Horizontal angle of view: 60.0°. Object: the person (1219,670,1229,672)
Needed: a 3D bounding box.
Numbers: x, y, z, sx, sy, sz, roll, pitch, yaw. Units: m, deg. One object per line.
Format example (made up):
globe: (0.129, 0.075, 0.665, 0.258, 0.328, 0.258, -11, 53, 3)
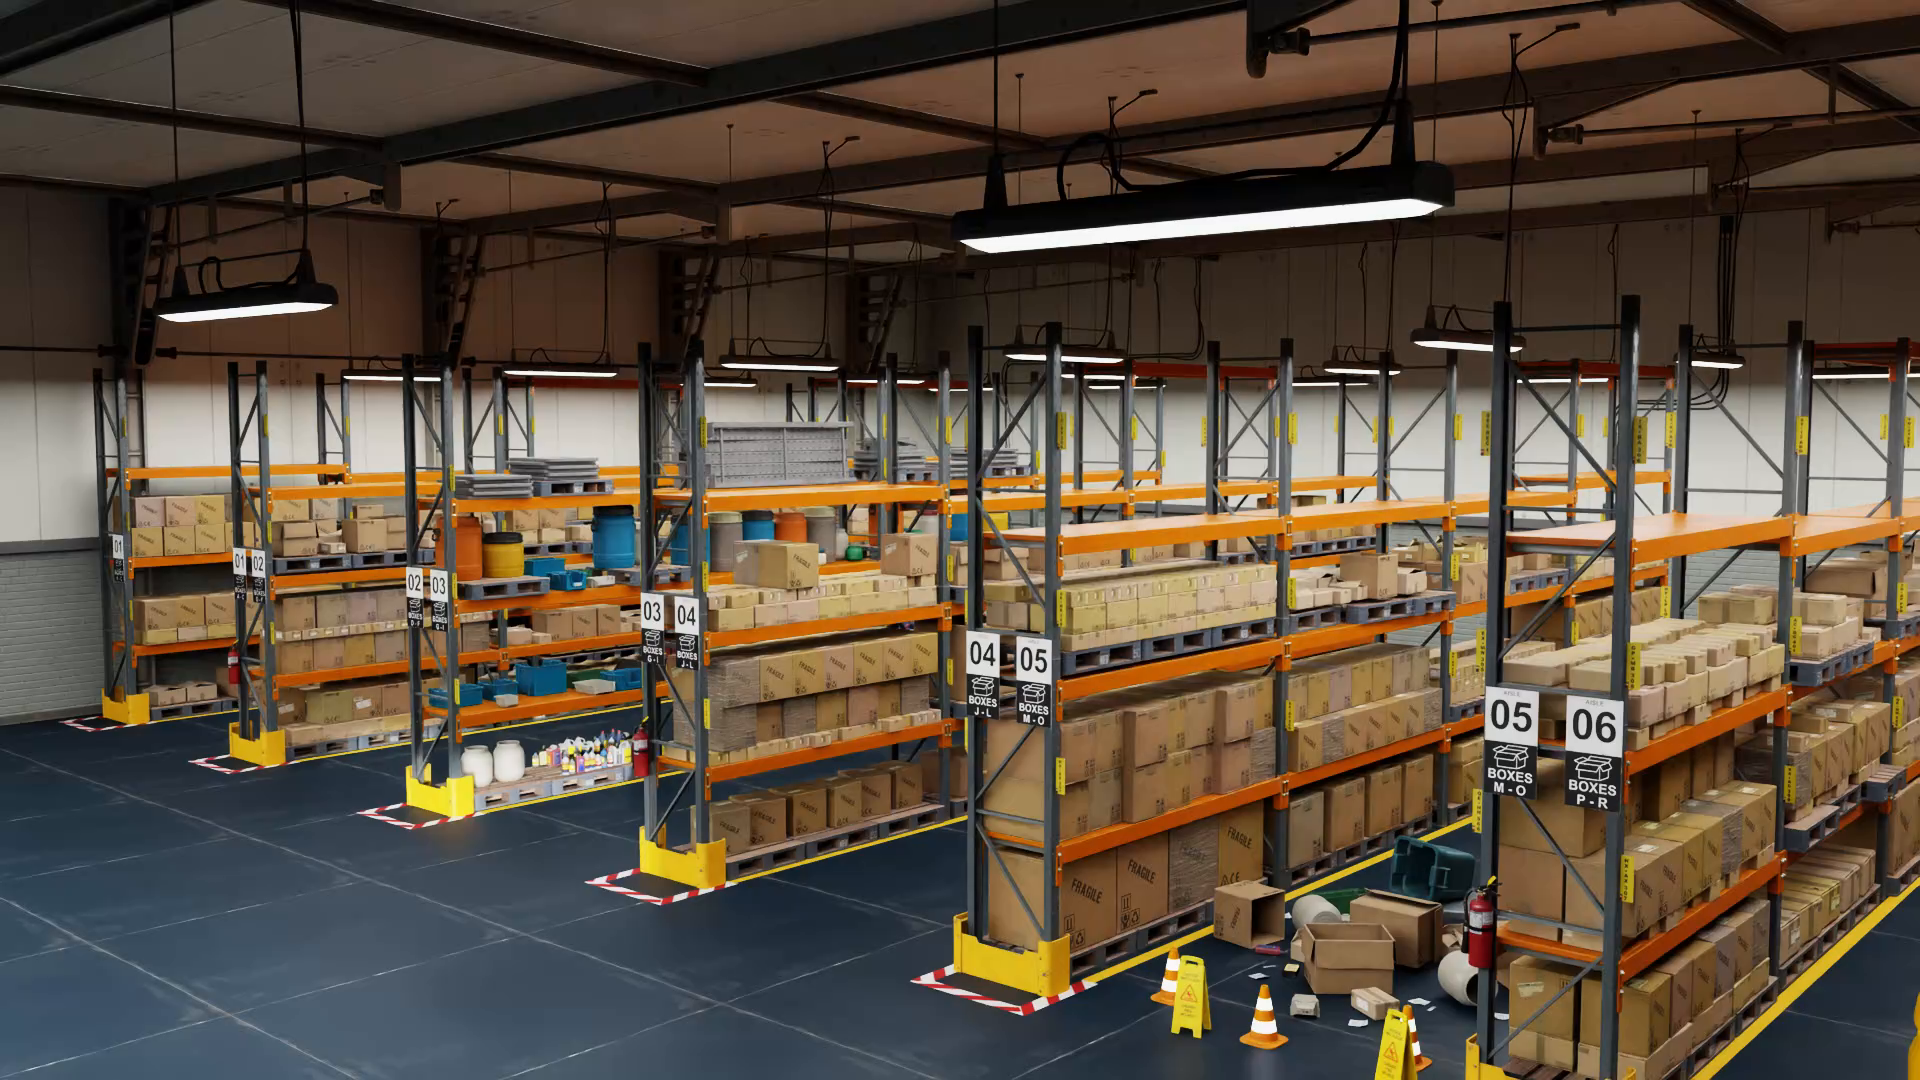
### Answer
person: (3.661, 2.622, 23.171, 0.473, 1.630, 0.990, 3, 5, 38)
